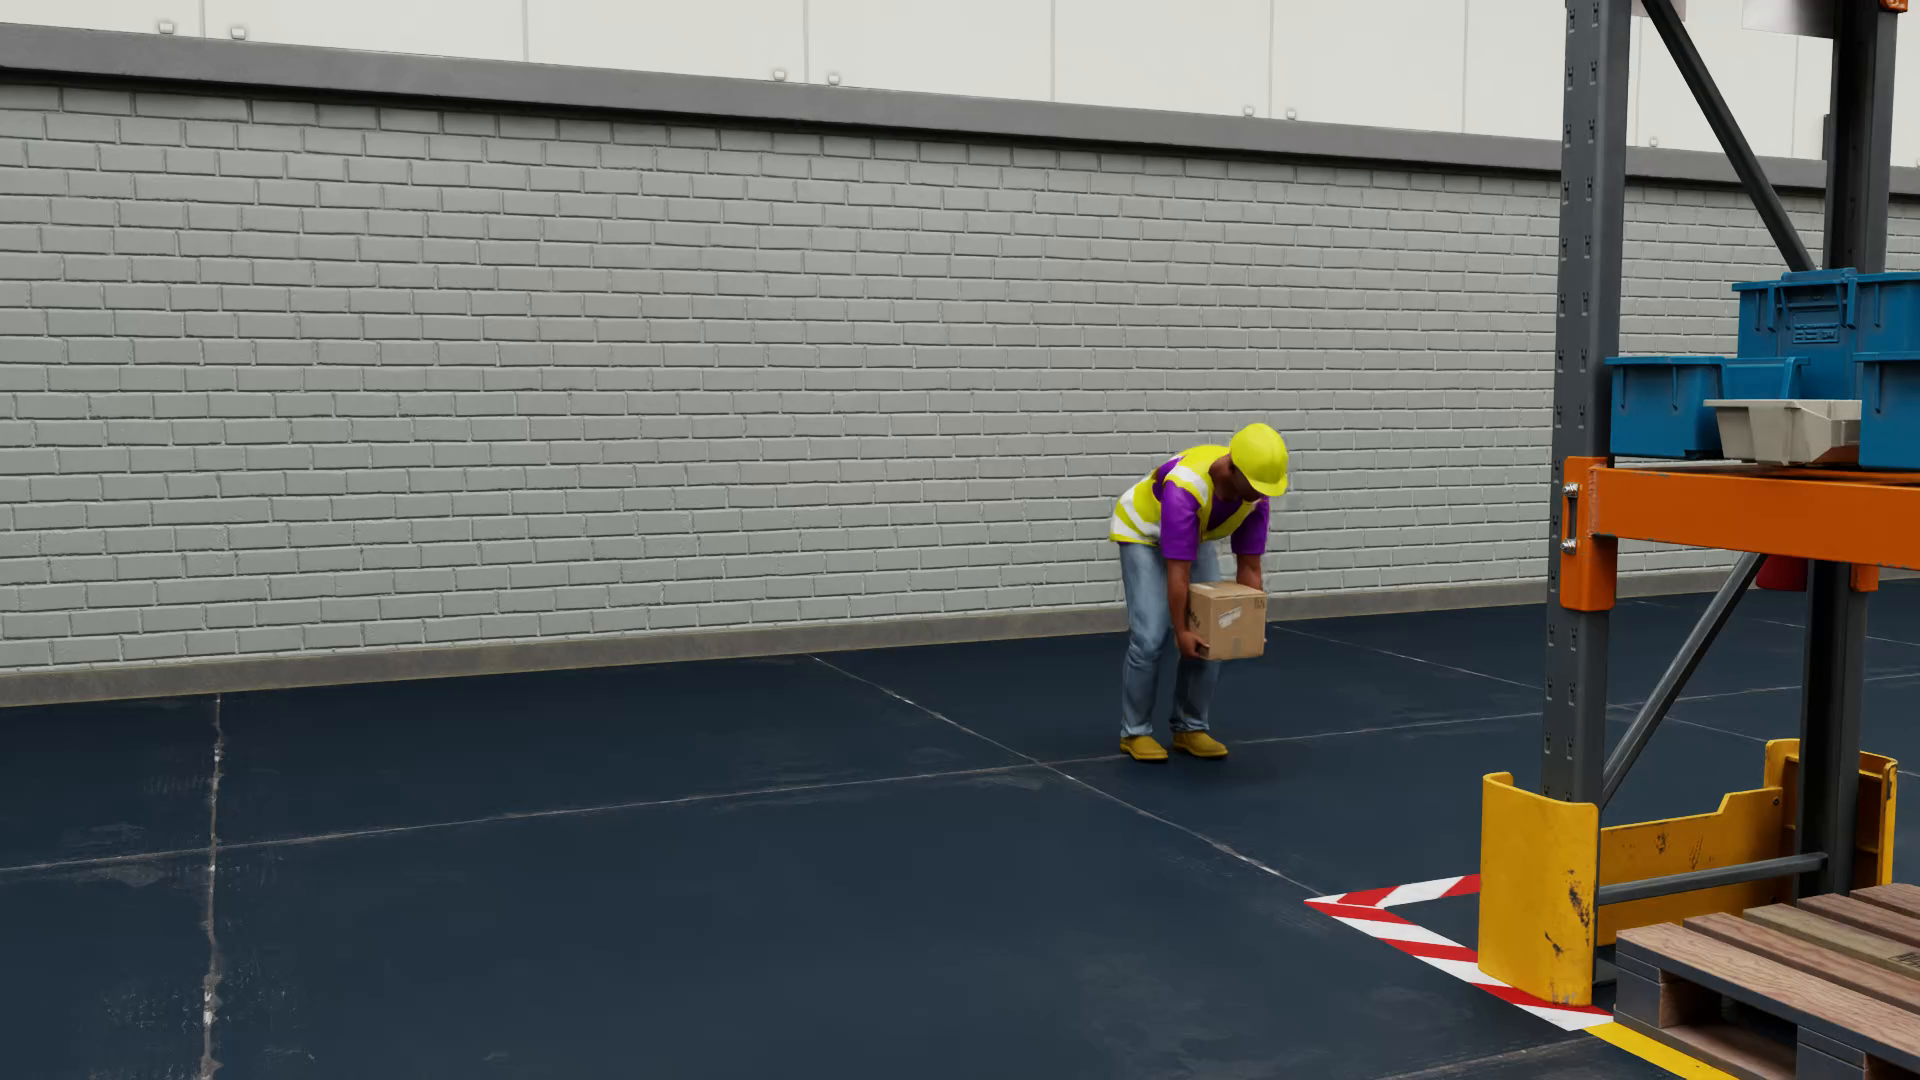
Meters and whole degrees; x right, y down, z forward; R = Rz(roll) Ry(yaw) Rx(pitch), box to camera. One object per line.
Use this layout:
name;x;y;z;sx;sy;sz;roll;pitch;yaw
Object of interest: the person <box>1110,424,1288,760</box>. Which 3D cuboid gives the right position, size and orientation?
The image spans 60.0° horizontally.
person;0.965;0.214;6.545;0.474;1.355;0.918;-3;6;-25
